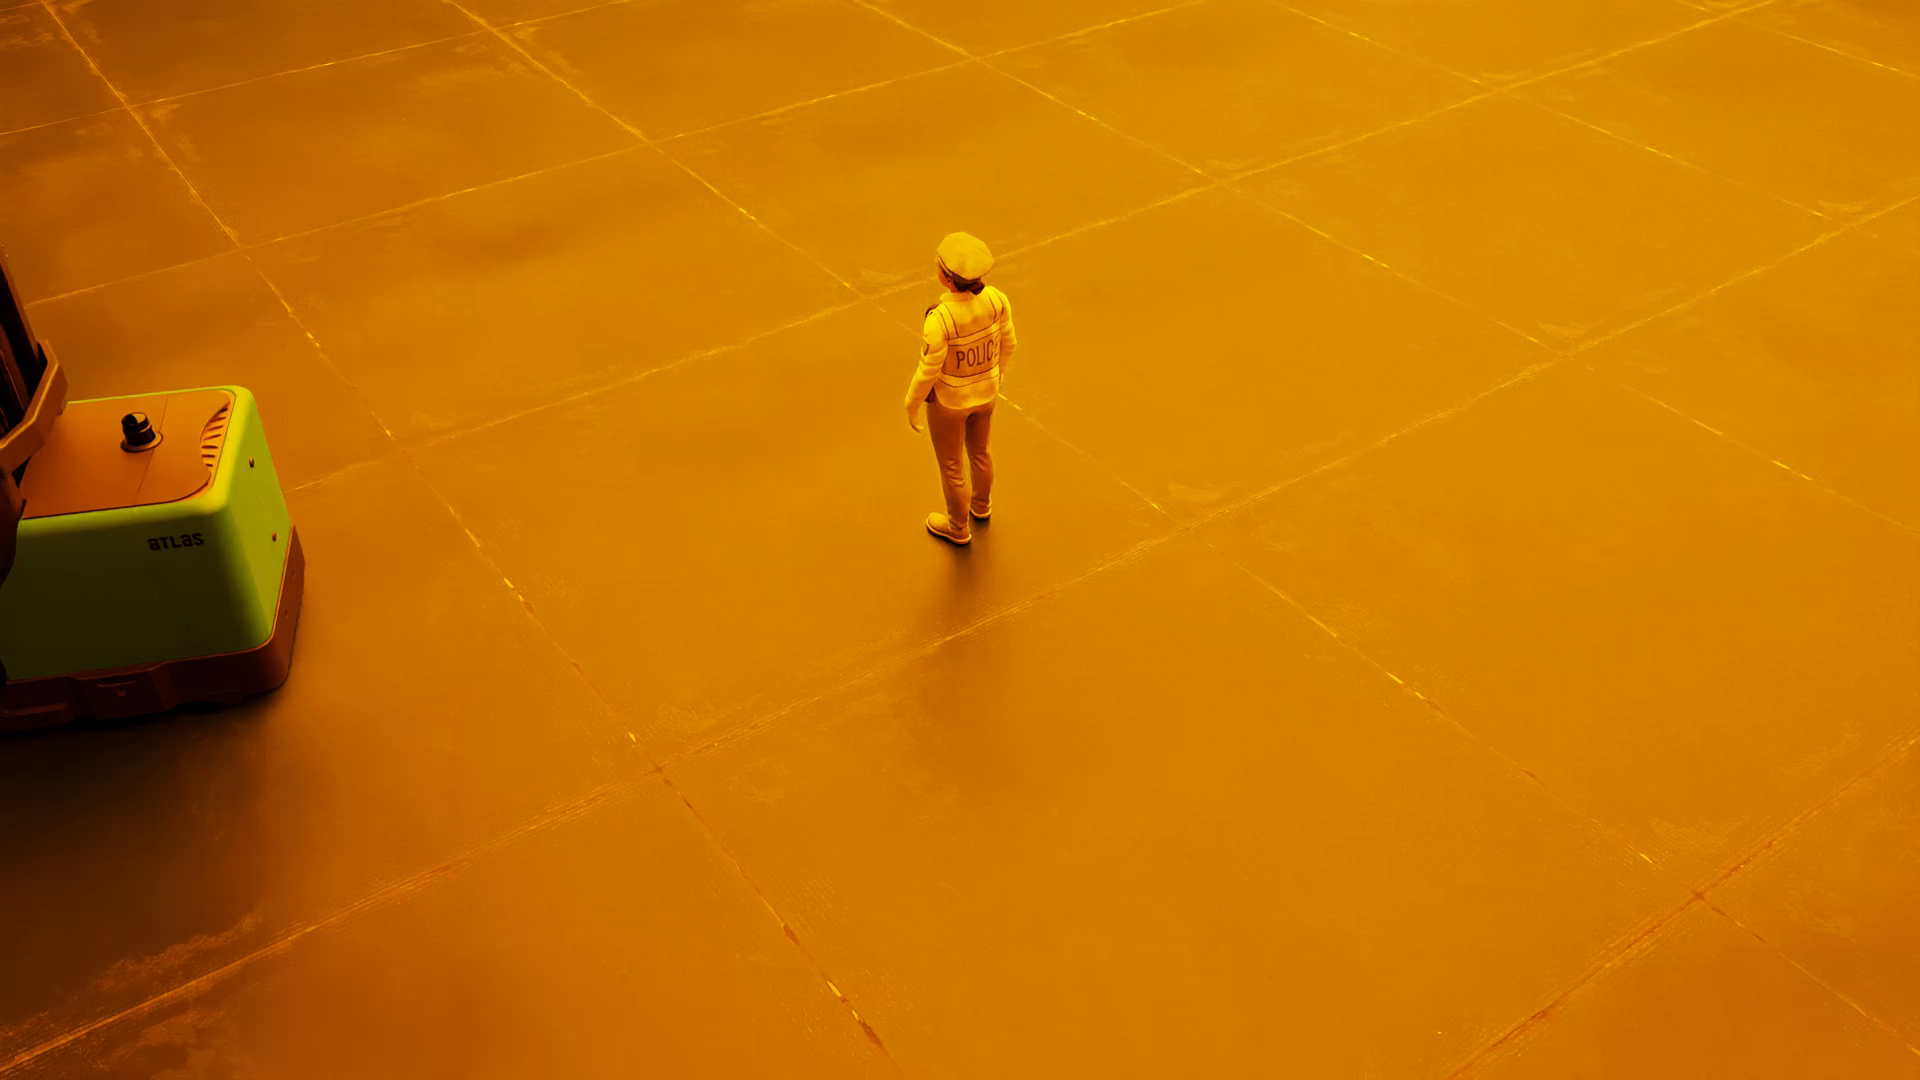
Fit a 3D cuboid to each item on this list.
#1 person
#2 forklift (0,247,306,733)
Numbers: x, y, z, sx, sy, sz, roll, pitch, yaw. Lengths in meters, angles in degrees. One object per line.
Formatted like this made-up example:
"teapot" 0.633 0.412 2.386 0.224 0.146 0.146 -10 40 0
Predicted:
"person" -0.034 -0.723 7.950 0.588 1.695 0.531 -23 42 -28
"forklift" -4.593 -0.570 6.715 3.031 2.935 1.130 -7 37 -10
